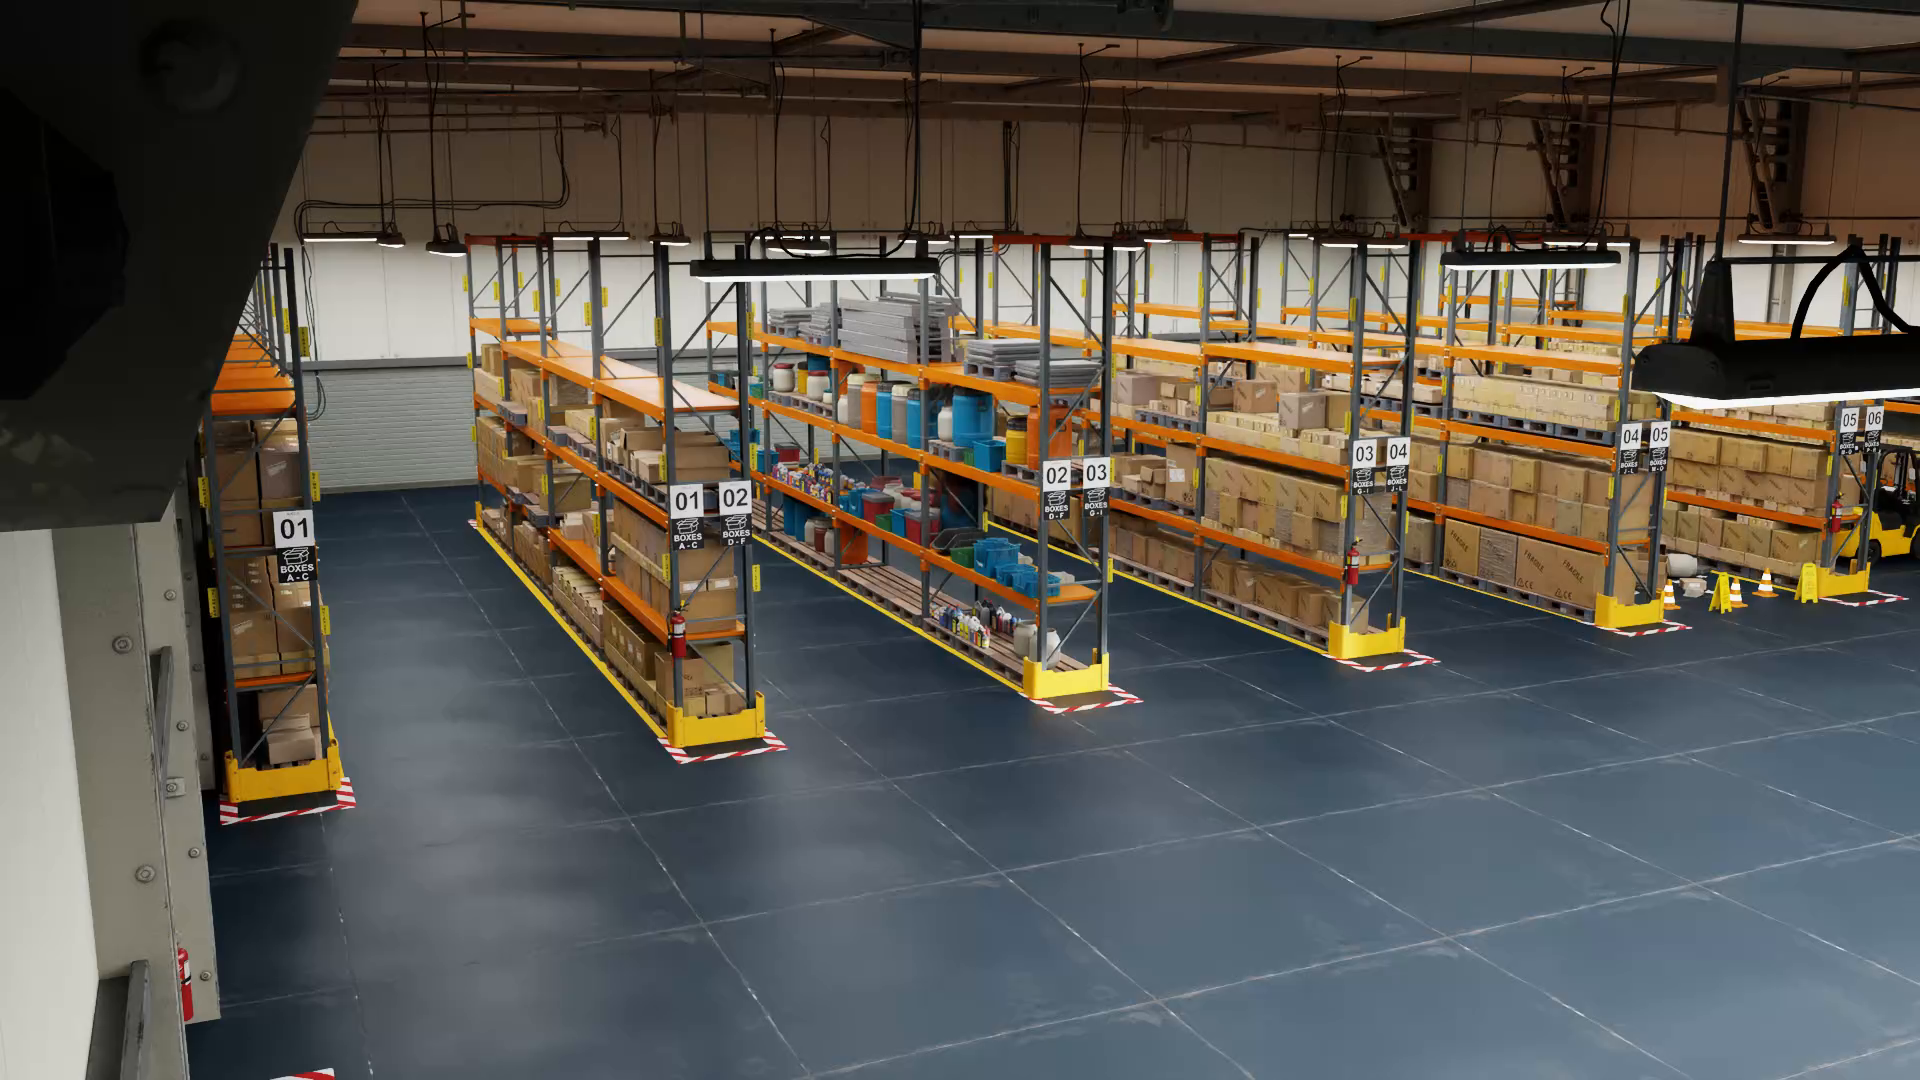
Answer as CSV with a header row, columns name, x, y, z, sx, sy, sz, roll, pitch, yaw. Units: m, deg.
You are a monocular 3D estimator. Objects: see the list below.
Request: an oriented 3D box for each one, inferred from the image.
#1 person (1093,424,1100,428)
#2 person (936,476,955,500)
name,x,y,z,sx,sy,sz,roll,pitch,yaw
person,3.127,-1.840,38.428,0.581,1.655,0.763,-4,12,-19
person,-0.168,-0.365,30.717,0.575,1.661,0.502,-6,12,-28
